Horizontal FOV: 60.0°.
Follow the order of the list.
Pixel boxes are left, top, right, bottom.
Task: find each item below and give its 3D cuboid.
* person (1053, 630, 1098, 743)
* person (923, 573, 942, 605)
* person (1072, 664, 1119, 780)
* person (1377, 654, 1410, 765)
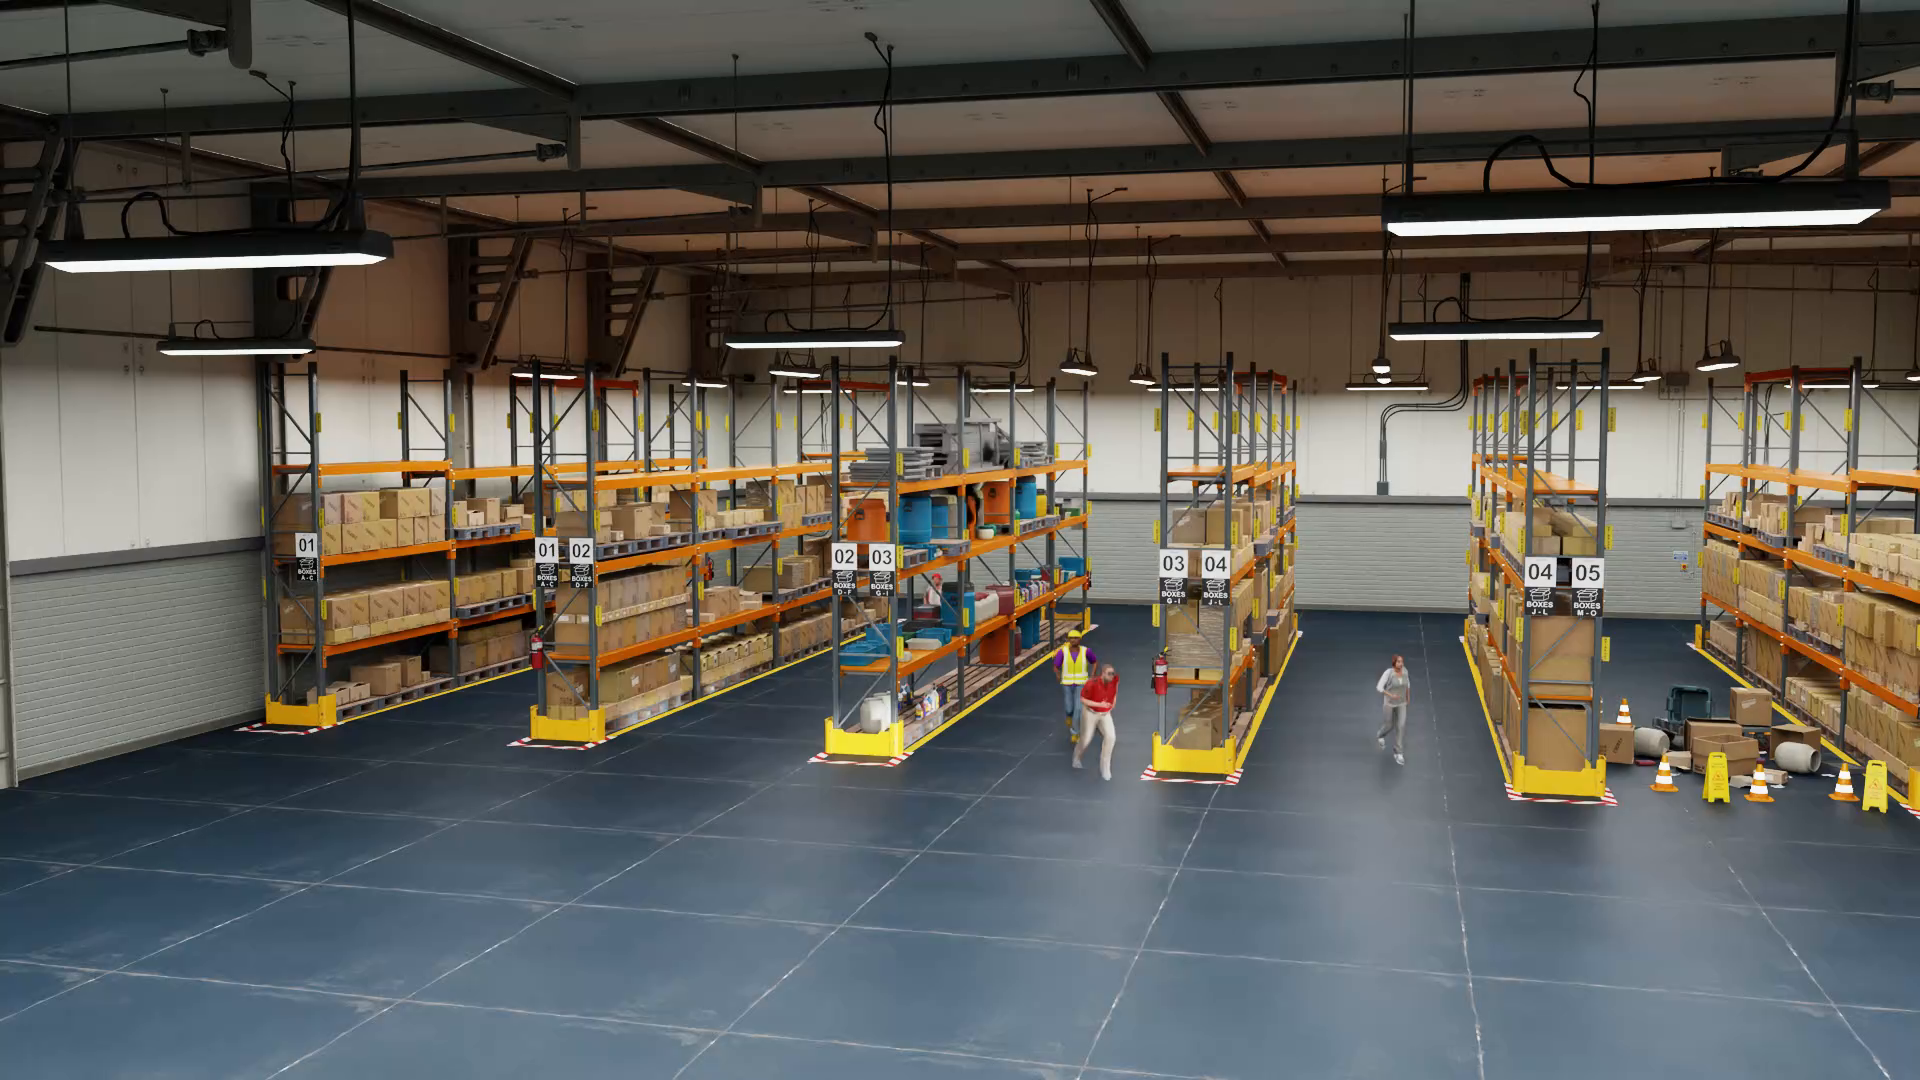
[{"bbox_3d":[1.834,2.292,26.391,0.712,1.745,0.870,0,4,6],"label":"person"},{"bbox_3d":[-0.539,1.590,35.977,0.656,1.738,0.586,1,4,14],"label":"person"},{"bbox_3d":[1.929,2.557,23.656,0.702,1.694,1.025,-2,5,-27],"label":"person"},{"bbox_3d":[6.456,2.471,24.729,0.564,1.591,0.882,-1,4,-10],"label":"person"}]
